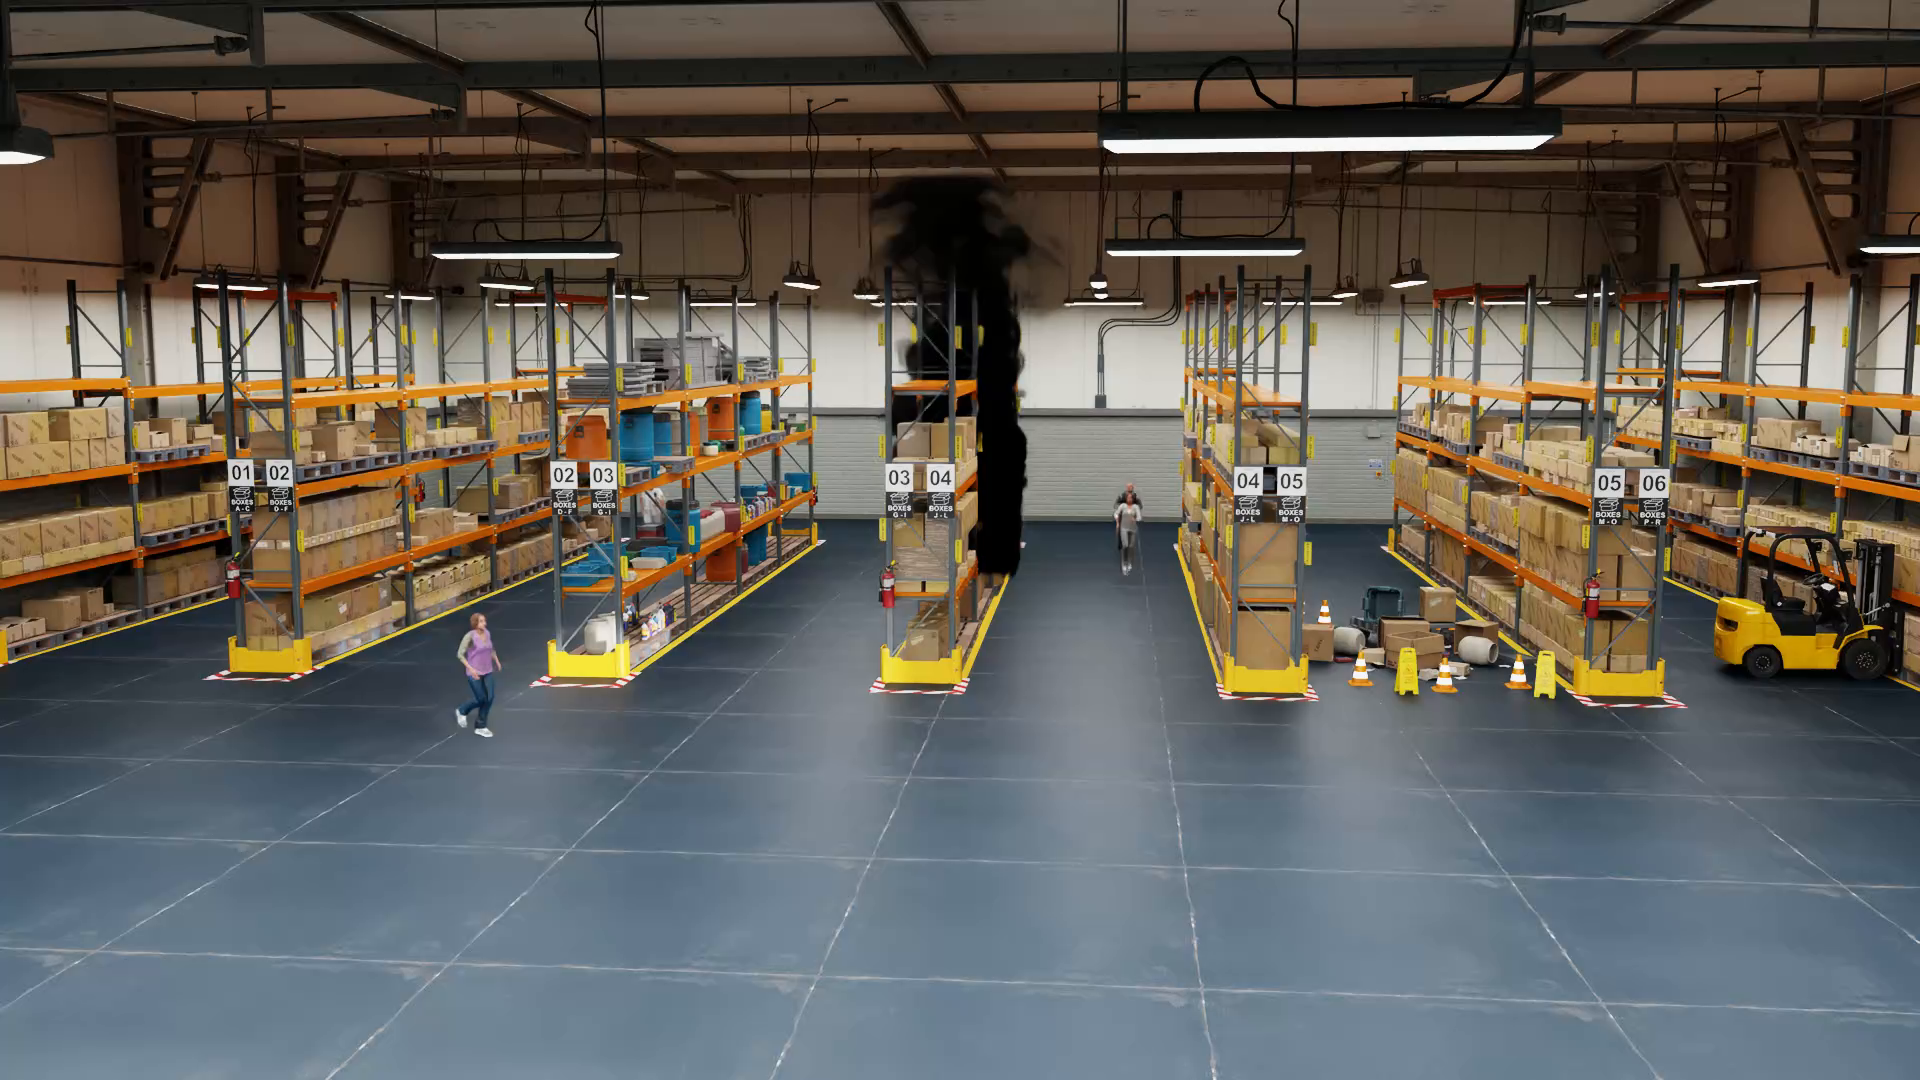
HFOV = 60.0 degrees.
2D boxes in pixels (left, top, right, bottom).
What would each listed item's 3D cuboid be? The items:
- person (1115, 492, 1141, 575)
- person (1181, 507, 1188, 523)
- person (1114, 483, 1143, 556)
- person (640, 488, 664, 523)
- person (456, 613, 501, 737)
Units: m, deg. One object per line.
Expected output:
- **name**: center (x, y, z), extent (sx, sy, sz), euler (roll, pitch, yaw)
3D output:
- **person**: center (3.400, -0.125, 33.577), extent (0.503, 1.643, 0.669), euler (0, 7, -4)
- **person**: center (5.657, -0.704, 40.400), extent (0.559, 1.598, 0.604), euler (-1, 7, -4)
- **person**: center (3.885, -0.481, 38.404), extent (0.680, 1.690, 0.641), euler (1, 7, 7)
- **person**: center (-7.248, -0.596, 39.144), extent (0.582, 1.826, 0.885), euler (-1, 7, -7)
- **person**: center (-6.109, 1.690, 21.027), extent (0.539, 1.575, 0.559), euler (4, 8, 30)
